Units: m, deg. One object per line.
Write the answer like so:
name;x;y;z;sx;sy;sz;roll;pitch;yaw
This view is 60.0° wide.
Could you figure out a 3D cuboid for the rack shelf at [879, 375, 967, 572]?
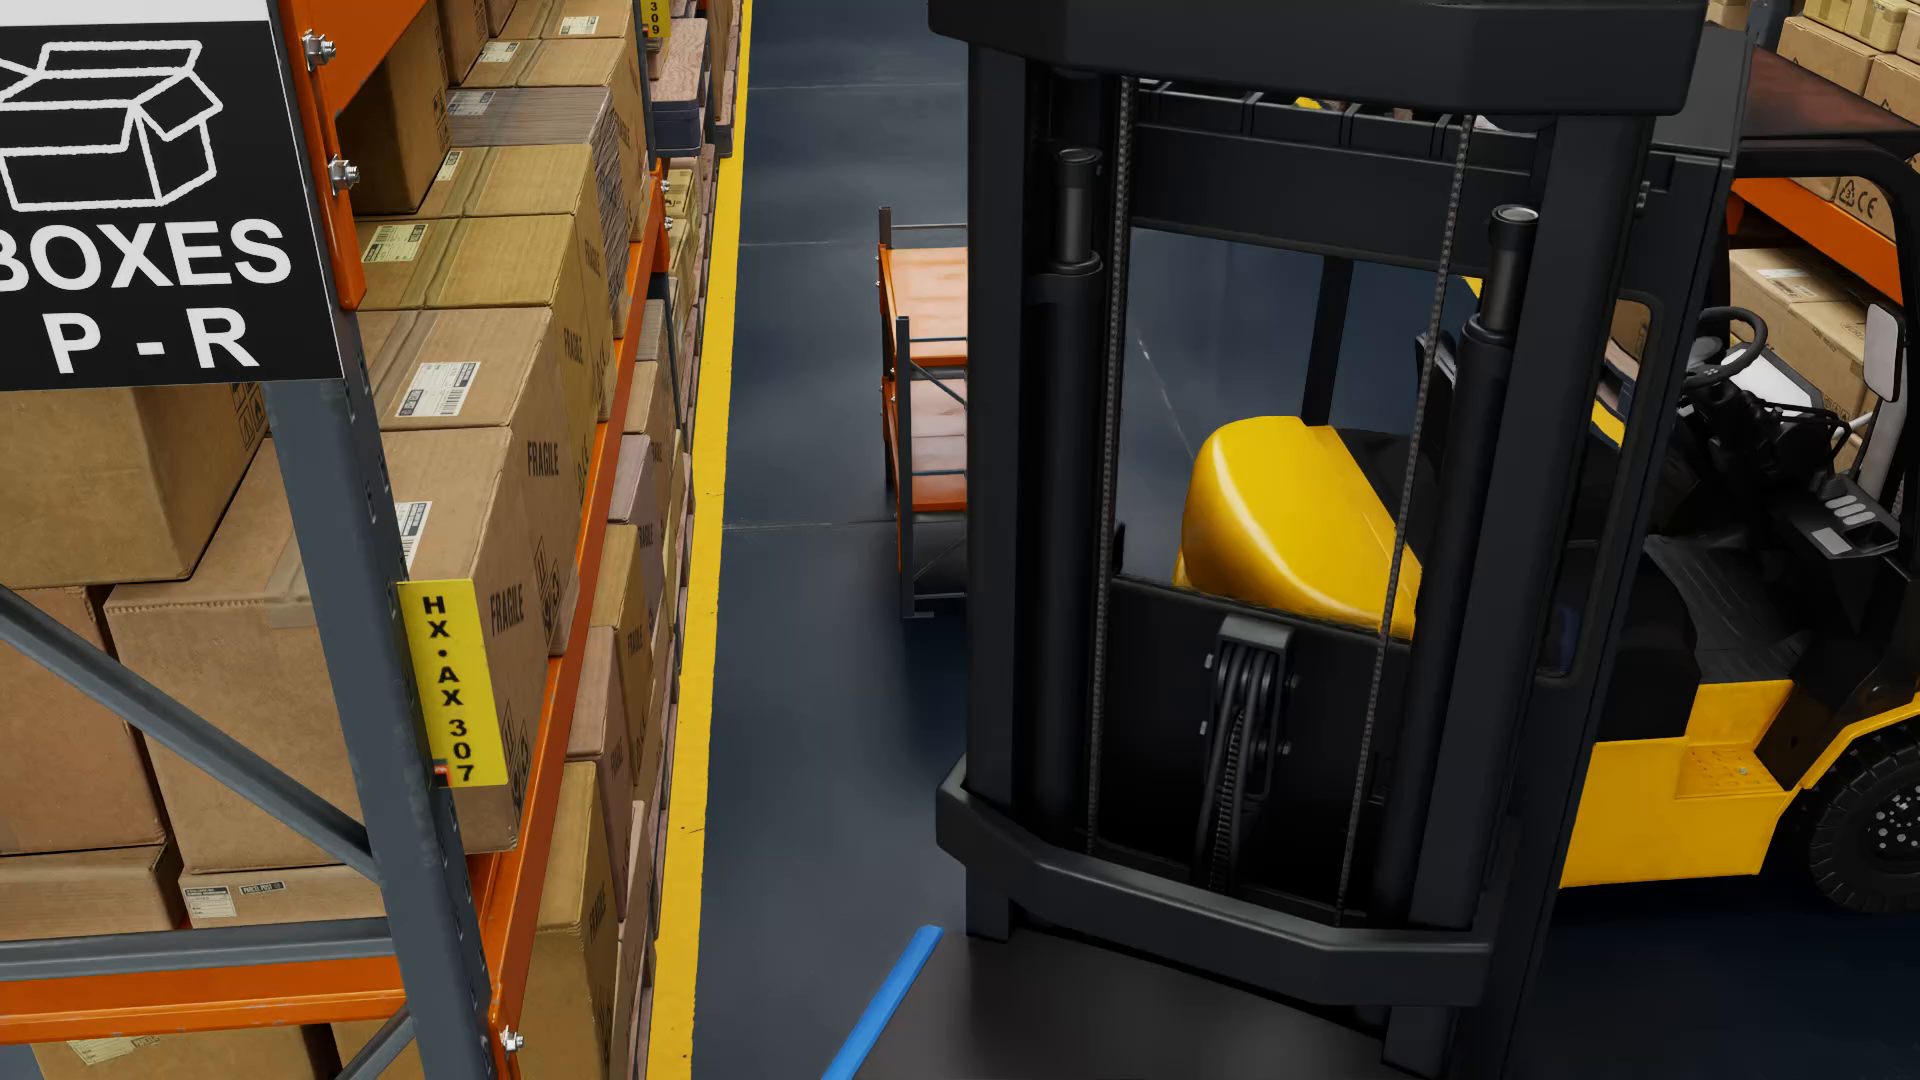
rack shelf;-0.001;-0.276;6.093;0.538;0.278;1.000;-3;31;-5

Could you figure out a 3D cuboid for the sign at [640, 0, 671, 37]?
sign;-1.034;-1.855;5.586;0.100;0.325;0.005;-3;31;-5

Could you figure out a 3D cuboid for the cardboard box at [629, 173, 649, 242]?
cardboard box;-1.210;-1.069;5.359;0.380;0.149;0.250;-2;31;-3

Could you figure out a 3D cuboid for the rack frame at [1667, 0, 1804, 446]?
rack frame;3.368;-1.693;6.159;1.000;3.000;0.127;-3;31;-5

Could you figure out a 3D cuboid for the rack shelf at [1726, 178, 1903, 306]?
rack shelf;3.555;-0.363;4.634;1.077;0.370;4.000;-3;31;-5

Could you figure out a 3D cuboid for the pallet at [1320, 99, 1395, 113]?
pallet;2.962;-2.921;10.934;1.003;0.211;1.213;-3;31;-5

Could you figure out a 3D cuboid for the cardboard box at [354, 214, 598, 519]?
cardboard box;-1.069;-0.361;3.542;0.500;0.500;0.500;-3;31;-6

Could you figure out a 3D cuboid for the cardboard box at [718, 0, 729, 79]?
cardboard box;-2.009;-3.576;10.974;0.875;0.875;0.875;-2;31;-4

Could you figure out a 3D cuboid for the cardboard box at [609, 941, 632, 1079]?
cardboard box;-1.000;1.164;3.648;0.500;0.250;0.500;-3;31;-5

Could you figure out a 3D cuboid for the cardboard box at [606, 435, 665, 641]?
cardboard box;-1.153;0.034;4.808;0.500;0.500;0.500;-1;31;-2

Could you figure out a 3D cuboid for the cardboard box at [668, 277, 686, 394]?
cardboard box;-1.625;-0.773;6.772;0.950;0.372;0.625;-2;31;-4

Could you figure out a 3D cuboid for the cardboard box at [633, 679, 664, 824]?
cardboard box;-1.104;0.625;4.550;0.500;0.250;0.500;-1;31;-1

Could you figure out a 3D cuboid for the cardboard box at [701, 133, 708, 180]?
cardboard box;-1.905;-2.259;9.259;0.950;0.372;0.625;-5;31;-8

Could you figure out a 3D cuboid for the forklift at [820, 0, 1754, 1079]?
forklift;0.674;0.120;3.191;1.130;2.935;3.031;13;33;20

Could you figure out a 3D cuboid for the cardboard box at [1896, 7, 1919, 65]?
cardboard box;3.214;-1.575;5.232;0.380;0.149;0.250;-3;31;-5

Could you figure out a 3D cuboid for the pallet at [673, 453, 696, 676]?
pallet;-1.476;0.085;5.902;1.003;0.211;1.213;-3;31;-5

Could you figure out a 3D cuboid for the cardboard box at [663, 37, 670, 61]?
cardboard box;-1.325;-1.951;6.426;0.380;0.149;0.250;-2;31;-4

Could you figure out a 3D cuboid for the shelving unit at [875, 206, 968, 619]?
shelving unit;-0.001;-0.486;5.967;0.538;1.125;1.048;-3;31;-5

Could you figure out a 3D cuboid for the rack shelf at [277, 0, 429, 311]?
rack shelf;-1.387;-1.411;3.464;1.077;0.370;4.000;-3;31;-5

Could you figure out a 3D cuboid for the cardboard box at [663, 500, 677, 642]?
cardboard box;-1.191;0.107;5.417;0.500;0.250;0.500;-4;31;-6

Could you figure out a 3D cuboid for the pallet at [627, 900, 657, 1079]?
pallet;-1.248;1.331;3.816;1.003;0.211;1.213;-3;31;-5

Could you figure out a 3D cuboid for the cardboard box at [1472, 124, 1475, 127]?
cardboard box;3.108;-2.244;8.987;0.875;0.625;0.625;-2;31;-3

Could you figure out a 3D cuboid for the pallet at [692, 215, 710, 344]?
pallet;-1.765;-1.278;8.183;1.003;0.211;1.213;-3;31;-5

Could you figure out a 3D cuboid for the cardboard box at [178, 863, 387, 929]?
cardboard box;-1.026;0.513;2.710;0.380;0.149;0.250;-3;31;-4

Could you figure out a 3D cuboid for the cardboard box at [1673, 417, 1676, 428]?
cardboard box;3.083;-0.430;6.317;0.500;0.250;0.500;-2;31;-4

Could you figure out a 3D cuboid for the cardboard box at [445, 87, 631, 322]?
cardboard box;-1.177;-0.882;4.414;0.500;0.500;0.500;-2;31;-3

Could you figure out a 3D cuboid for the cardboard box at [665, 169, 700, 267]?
cardboard box;-1.763;-1.495;7.981;0.950;0.372;0.625;-2;31;-3

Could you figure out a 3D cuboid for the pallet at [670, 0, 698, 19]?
pallet;-1.722;-2.404;7.537;1.003;0.211;1.213;-3;31;-5

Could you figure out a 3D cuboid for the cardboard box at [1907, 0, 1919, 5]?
cardboard box;3.234;-1.837;5.380;0.380;0.149;0.250;-2;31;-4

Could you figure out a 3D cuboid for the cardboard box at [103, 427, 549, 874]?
cardboard box;-0.968;0.163;2.664;0.500;0.500;0.500;-3;31;-5

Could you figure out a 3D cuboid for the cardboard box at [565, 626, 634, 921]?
cardboard box;-1.056;0.563;3.922;0.500;0.500;0.500;-4;31;-6

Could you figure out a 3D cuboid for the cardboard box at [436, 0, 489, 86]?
cardboard box;-1.723;-1.556;4.568;0.700;0.500;0.500;-3;31;-4

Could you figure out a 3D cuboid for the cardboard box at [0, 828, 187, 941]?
cardboard box;-1.448;0.516;2.706;0.380;0.149;0.250;-2;31;-3

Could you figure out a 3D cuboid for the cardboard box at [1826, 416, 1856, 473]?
cardboard box;3.155;-0.389;5.760;0.500;0.250;0.500;-3;31;-5

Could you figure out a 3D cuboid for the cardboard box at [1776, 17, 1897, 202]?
cardboard box;3.149;-1.497;5.733;0.500;0.500;0.500;-4;31;-6

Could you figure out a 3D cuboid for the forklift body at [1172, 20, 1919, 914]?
forklift body;1.748;-0.167;4.432;2.313;2.155;1.214;-3;31;-5

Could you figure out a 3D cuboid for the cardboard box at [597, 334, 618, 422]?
cardboard box;-1.088;-0.416;4.266;0.380;0.149;0.250;-2;31;-4

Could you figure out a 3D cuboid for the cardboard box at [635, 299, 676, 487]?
cardboard box;-1.251;-0.486;5.679;0.500;0.500;0.500;-3;31;-5

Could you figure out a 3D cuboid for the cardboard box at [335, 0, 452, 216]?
cardboard box;-1.563;-1.037;3.698;0.700;0.500;0.500;-3;31;-5

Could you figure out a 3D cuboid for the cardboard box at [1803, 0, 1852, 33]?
cardboard box;3.136;-1.839;5.674;0.380;0.149;0.250;-3;31;-5

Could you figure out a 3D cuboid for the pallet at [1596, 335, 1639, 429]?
pallet;3.260;-0.870;7.501;1.003;0.211;1.213;-3;31;-5

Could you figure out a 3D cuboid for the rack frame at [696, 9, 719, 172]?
rack frame;-1.948;-3.495;9.177;1.000;3.000;0.127;-3;31;-5

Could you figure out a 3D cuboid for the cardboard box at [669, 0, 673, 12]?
cardboard box;-1.379;-2.313;6.400;0.500;0.500;0.500;-3;31;-4

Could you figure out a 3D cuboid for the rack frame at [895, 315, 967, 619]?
rack frame;0.047;-0.227;5.533;0.500;1.125;0.032;-3;31;-5

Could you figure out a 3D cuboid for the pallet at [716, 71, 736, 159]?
pallet;-1.946;-2.704;10.572;1.003;0.211;1.213;-3;31;-5

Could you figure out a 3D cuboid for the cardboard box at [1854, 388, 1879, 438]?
cardboard box;3.196;-0.345;5.199;0.500;0.250;0.500;-2;31;-3

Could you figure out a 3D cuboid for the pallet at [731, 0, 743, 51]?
pallet;-2.174;-3.950;12.657;1.003;0.211;1.213;-3;31;-5

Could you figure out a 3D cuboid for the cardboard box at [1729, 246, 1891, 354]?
cardboard box;3.101;-0.860;6.062;0.500;0.250;0.500;-3;31;-5

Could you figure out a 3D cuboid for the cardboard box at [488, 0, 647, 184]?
cardboard box;-1.285;-1.409;5.296;0.500;0.500;0.500;-4;31;-6
